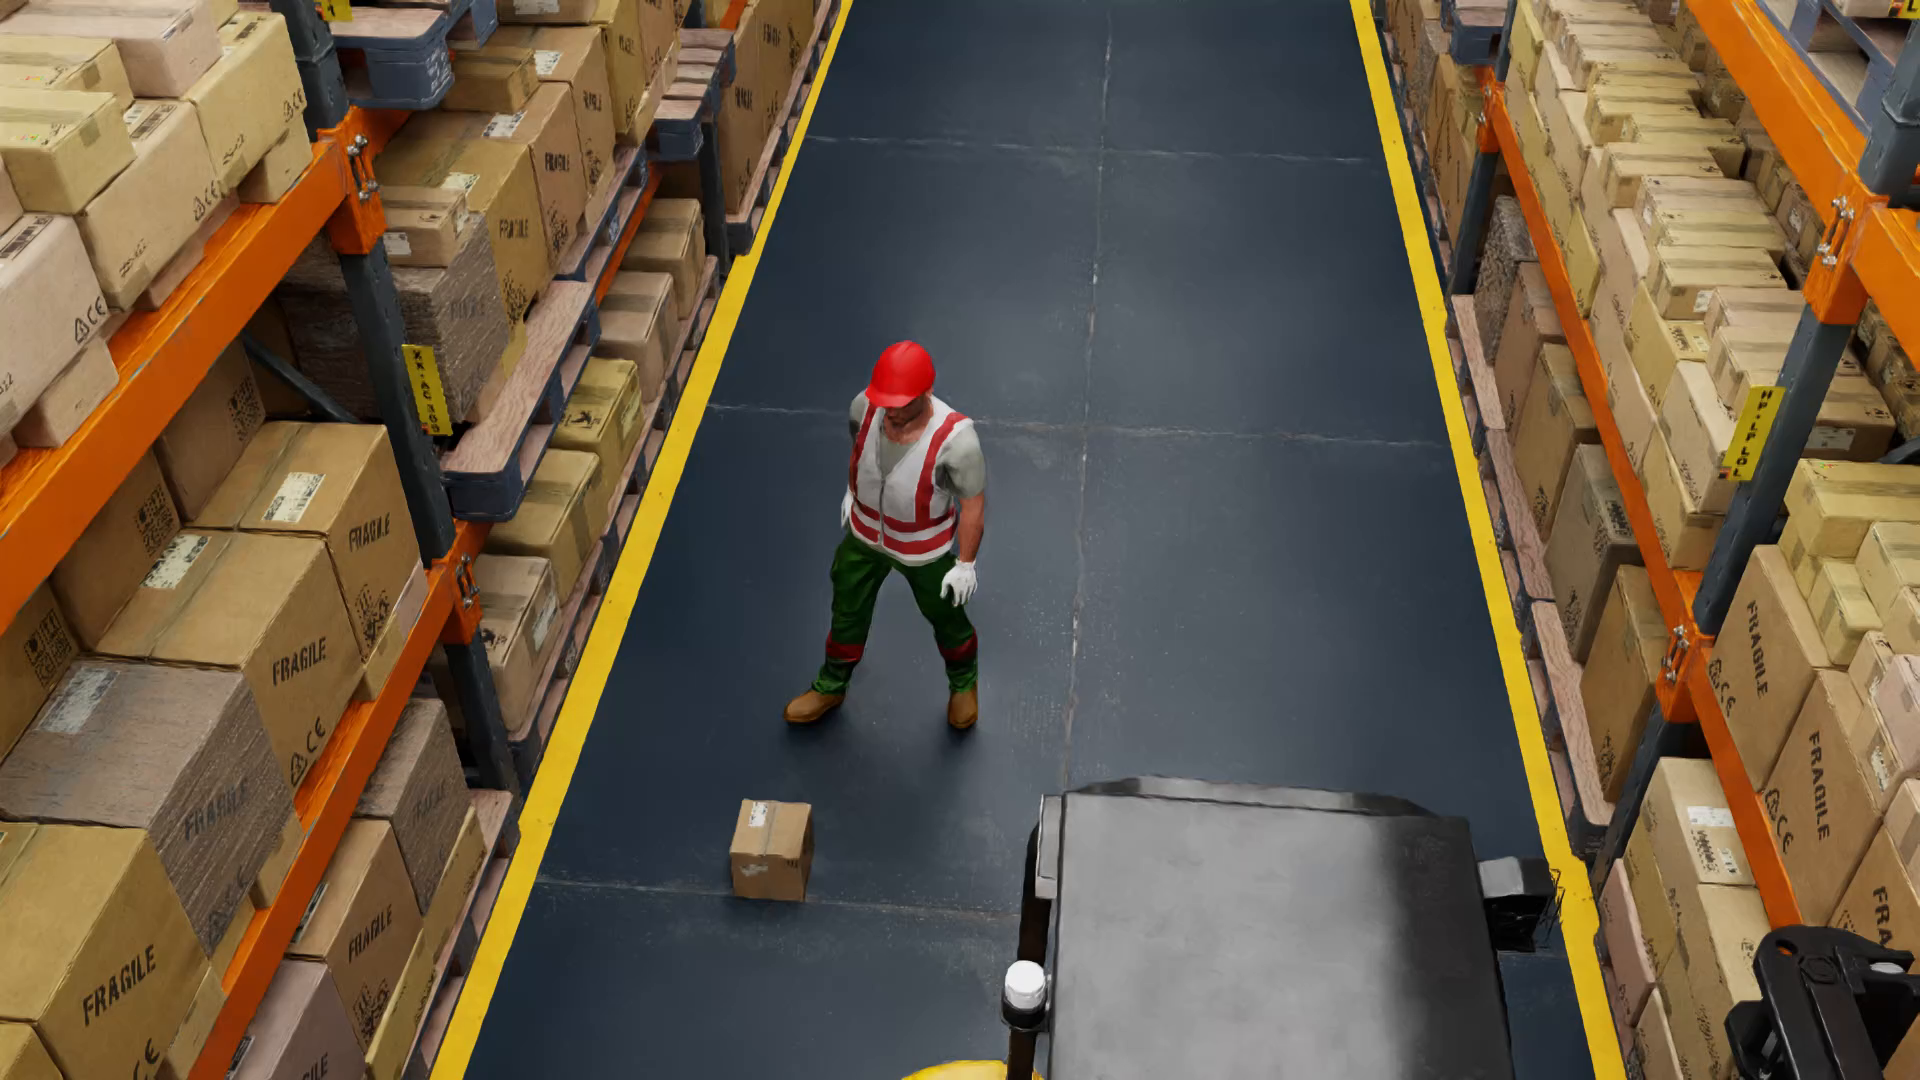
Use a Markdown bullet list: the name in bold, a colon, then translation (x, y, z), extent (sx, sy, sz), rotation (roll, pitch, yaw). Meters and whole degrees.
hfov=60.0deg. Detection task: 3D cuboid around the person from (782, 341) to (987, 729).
- **person**: translation (-0.262, 0.009, 6.100), extent (0.715, 1.769, 0.631), rotation (21, 44, 23)
